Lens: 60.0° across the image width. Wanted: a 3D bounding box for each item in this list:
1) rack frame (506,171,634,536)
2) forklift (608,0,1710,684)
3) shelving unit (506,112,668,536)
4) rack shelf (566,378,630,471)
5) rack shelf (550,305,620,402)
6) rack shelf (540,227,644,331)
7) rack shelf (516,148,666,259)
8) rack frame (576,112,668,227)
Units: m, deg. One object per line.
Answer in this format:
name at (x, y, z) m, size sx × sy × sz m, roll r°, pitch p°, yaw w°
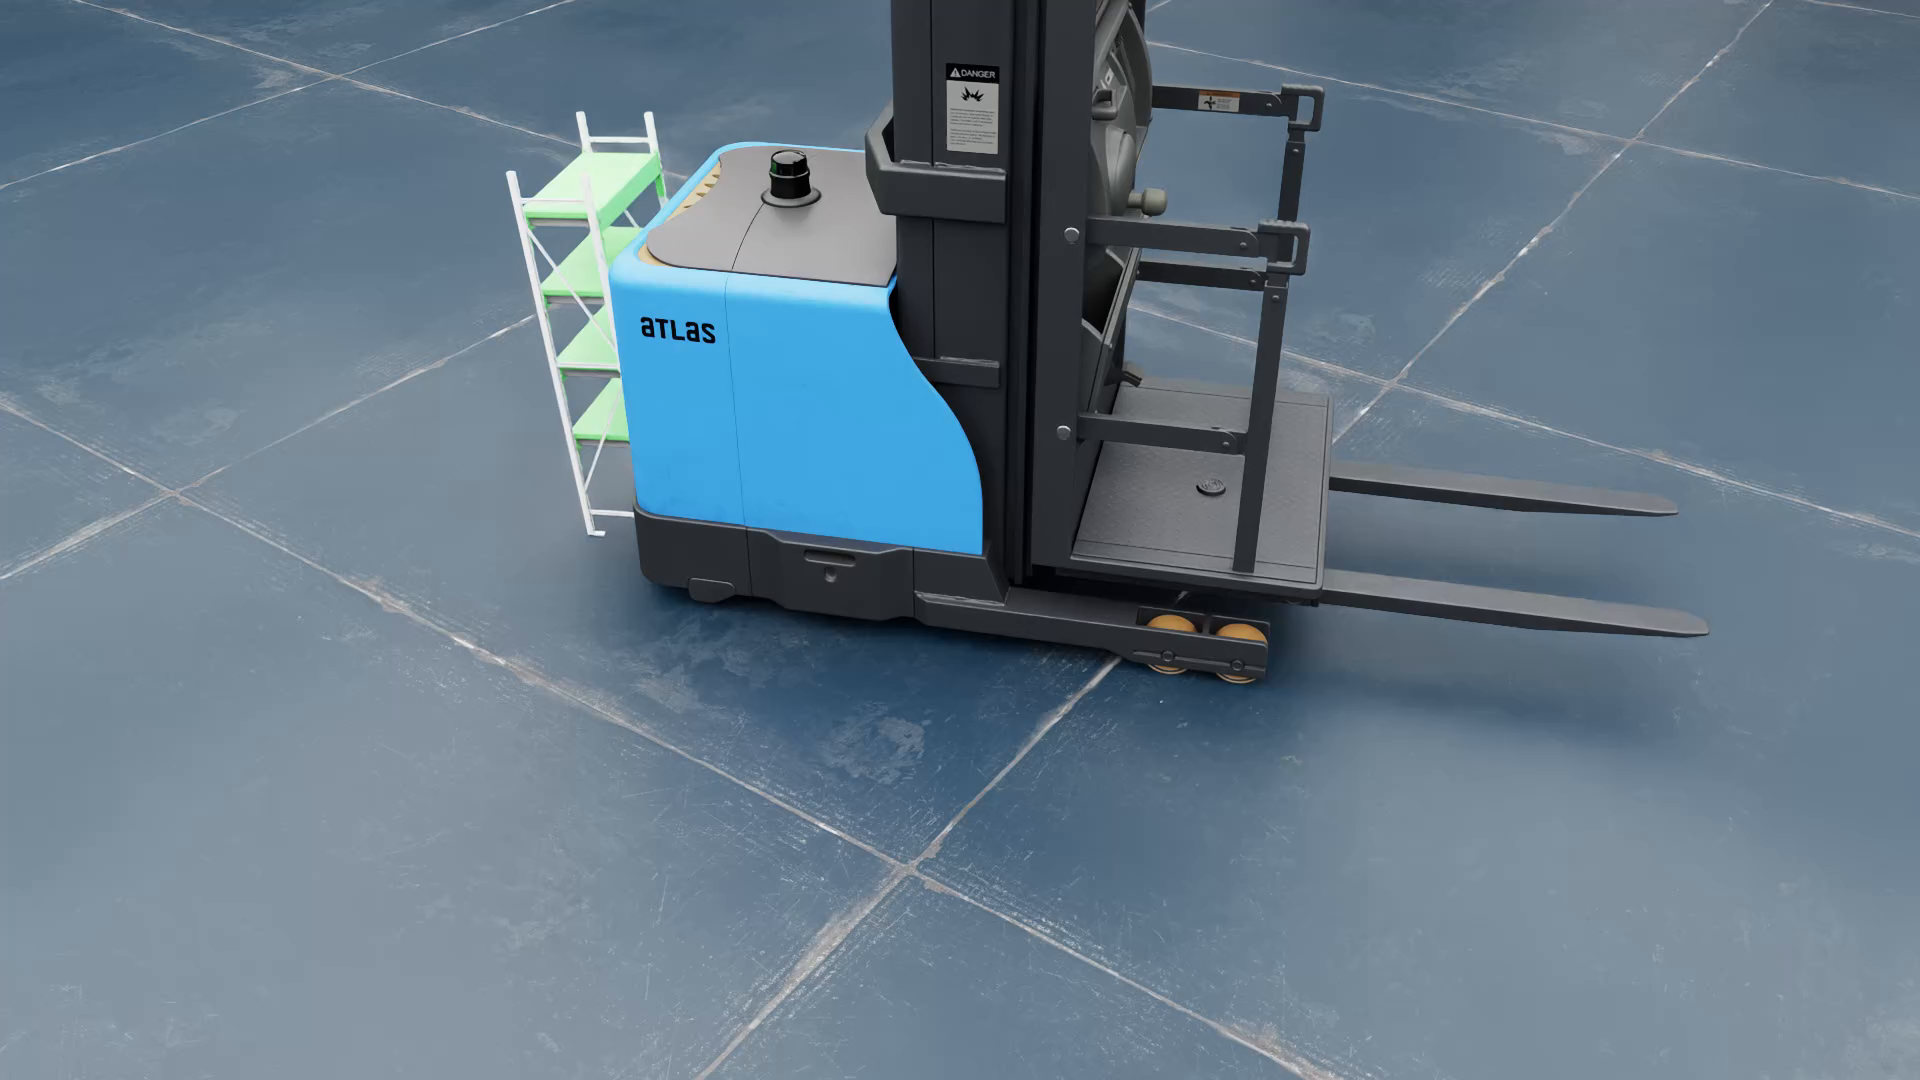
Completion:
rack frame at (-1.101, -0.514, 4.924) m, size 0.240 × 1.200 × 0.015 m, roll 4°, pitch 34°, yaw 12°
forklift at (0.612, -1.140, 4.319) m, size 3.031 × 2.935 × 1.130 m, roll 7°, pitch 35°, yaw 10°
shelving unit at (-1.049, -0.648, 5.122) m, size 0.258 × 1.200 × 0.503 m, roll 4°, pitch 34°, yaw 12°
rack shelf at (-1.029, -0.394, 5.288) m, size 0.258 × 0.148 × 0.480 m, roll 4°, pitch 34°, yaw 12°
rack shelf at (-1.045, -0.594, 5.157) m, size 0.258 × 0.148 × 0.480 m, roll 4°, pitch 34°, yaw 12°
rack shelf at (-1.061, -0.795, 5.025) m, size 0.258 × 0.148 × 0.480 m, roll 4°, pitch 34°, yaw 12°
rack shelf at (-1.078, -0.995, 4.894) m, size 0.258 × 0.148 × 0.480 m, roll 4°, pitch 34°, yaw 12°
rack frame at (-0.998, -0.781, 5.319) m, size 0.240 × 1.200 × 0.015 m, roll 4°, pitch 34°, yaw 12°
